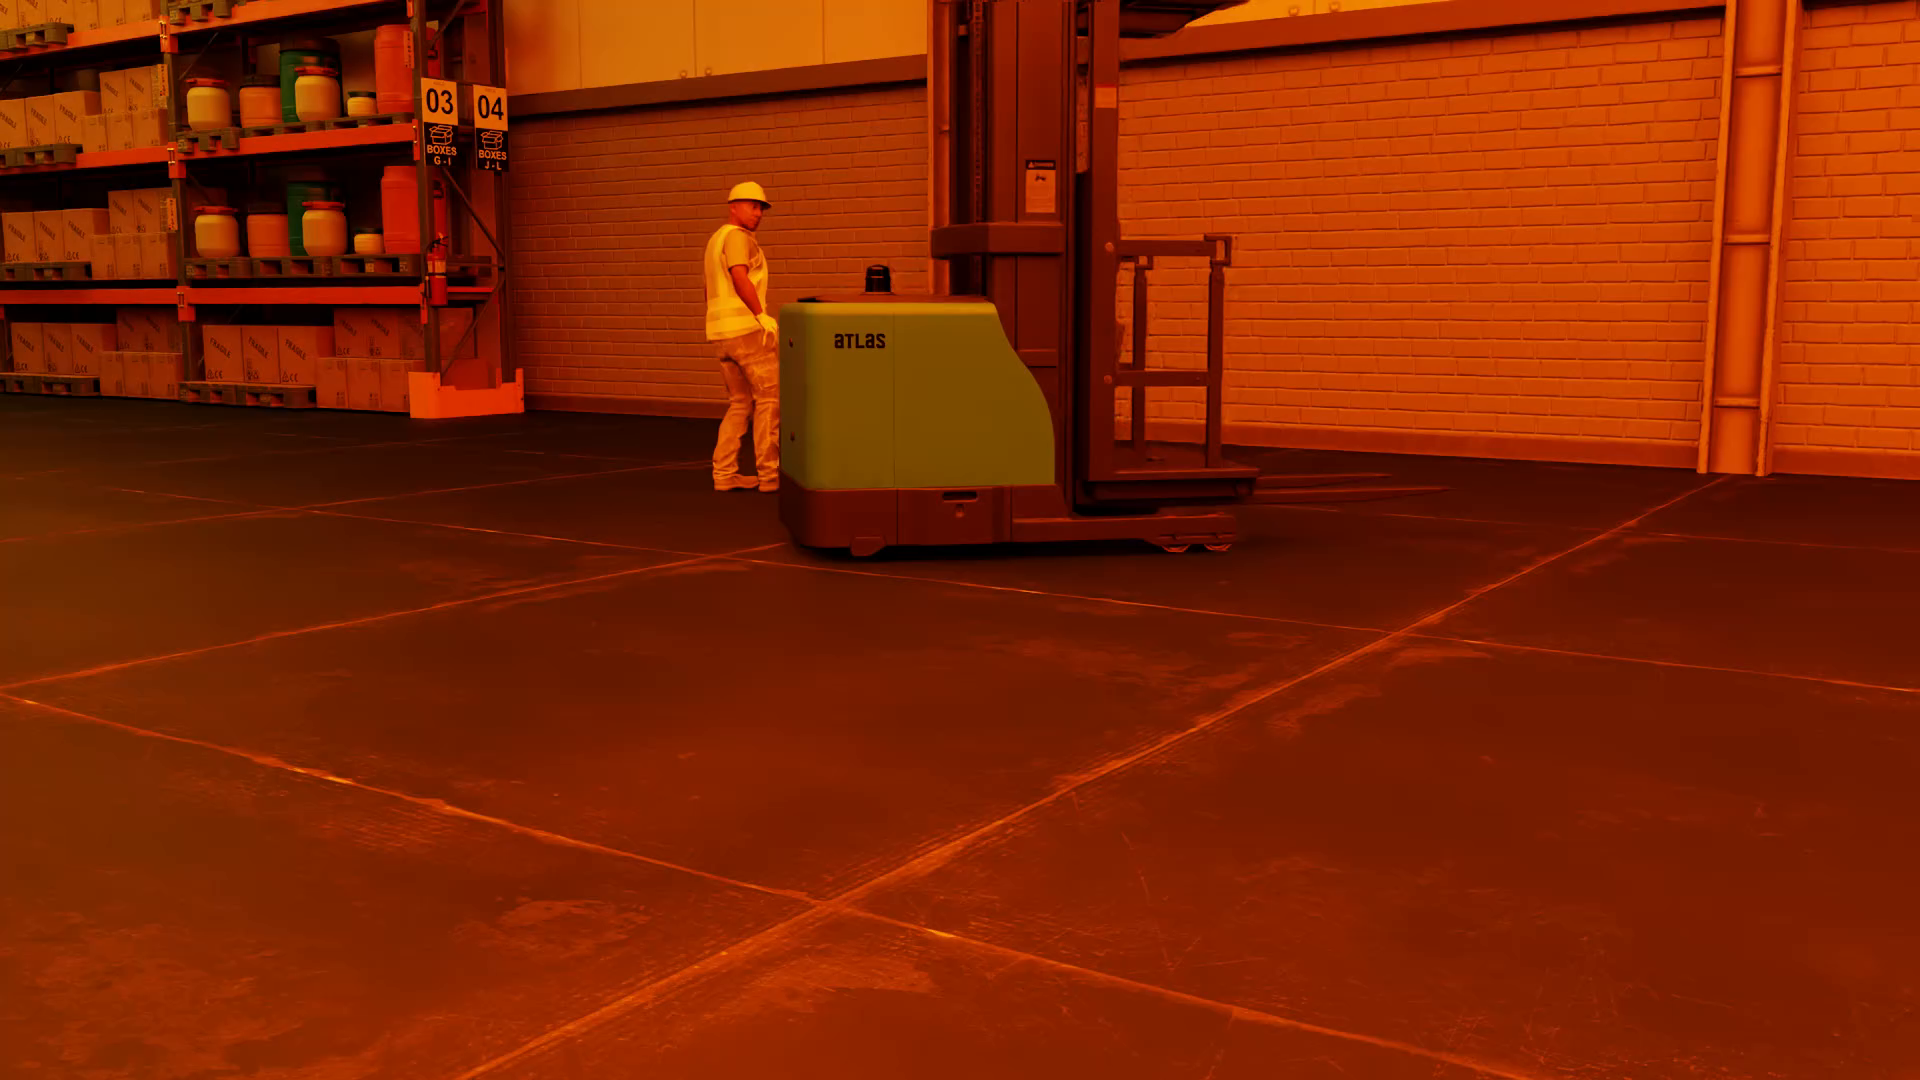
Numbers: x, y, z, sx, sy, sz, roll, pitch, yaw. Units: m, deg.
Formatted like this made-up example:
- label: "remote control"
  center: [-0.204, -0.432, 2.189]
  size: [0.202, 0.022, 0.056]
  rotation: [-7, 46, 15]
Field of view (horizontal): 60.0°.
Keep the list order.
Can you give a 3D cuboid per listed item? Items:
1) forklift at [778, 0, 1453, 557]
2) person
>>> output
- label: "forklift"
  center: [0.728, -1.464, 7.487]
  size: [3.031, 2.935, 1.130]
  rotation: [-2, 8, -13]
- label: "person"
  center: [-1.191, -1.167, 9.564]
  size: [0.514, 1.761, 0.786]
  rotation: [-5, 9, -31]
